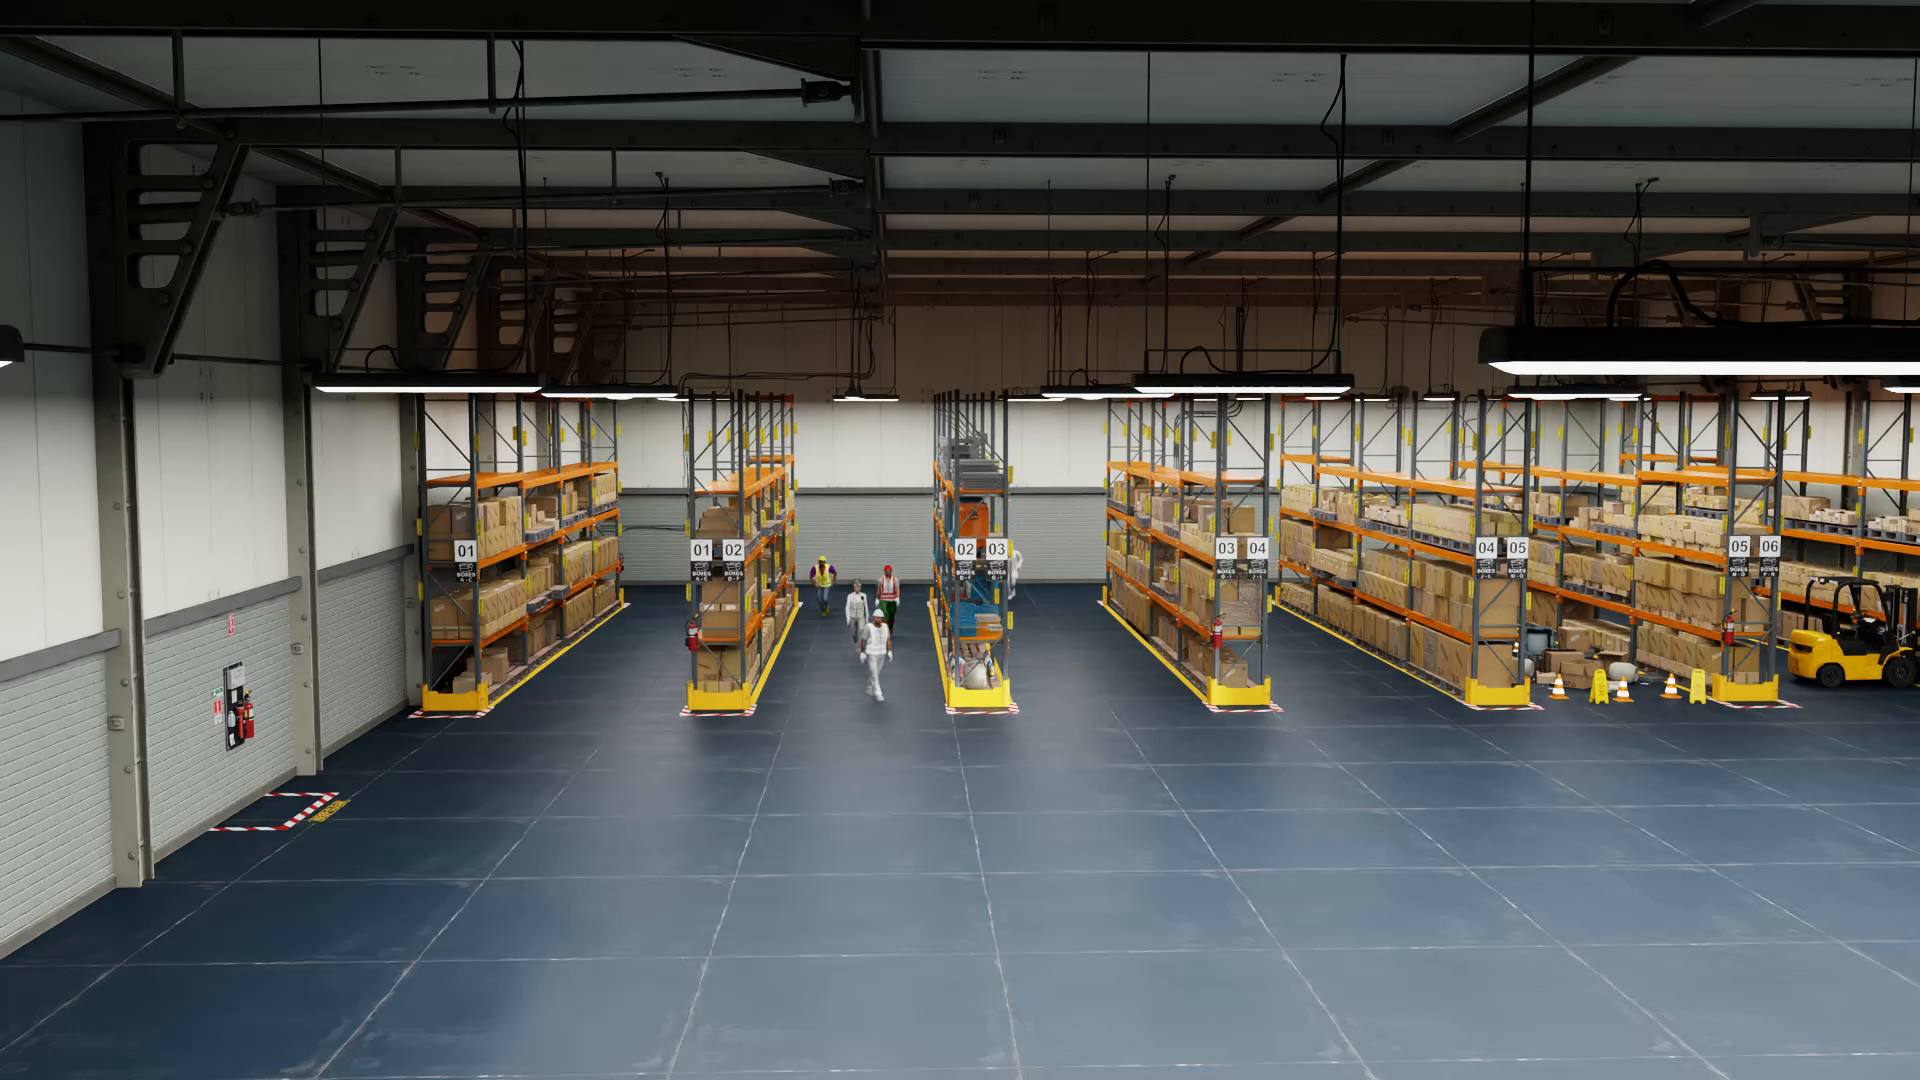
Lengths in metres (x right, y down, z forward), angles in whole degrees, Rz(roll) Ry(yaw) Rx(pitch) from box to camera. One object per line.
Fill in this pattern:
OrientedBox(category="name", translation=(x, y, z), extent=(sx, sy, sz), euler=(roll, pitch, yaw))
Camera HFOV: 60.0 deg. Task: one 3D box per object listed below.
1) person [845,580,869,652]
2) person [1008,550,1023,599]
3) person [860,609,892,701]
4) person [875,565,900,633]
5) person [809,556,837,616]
OrientedBox(category="person", translation=(-2.298, 1.672, 36.864), extent=(0.475, 1.562, 1.057), euler=(1, 5, 6))
OrientedBox(category="person", translation=(1.477, 0.911, 48.832), extent=(0.737, 1.683, 0.663), euler=(0, 5, 5))
OrientedBox(category="person", translation=(-1.587, 2.200, 32.215), extent=(0.574, 1.725, 0.993), euler=(-3, 6, -37))
OrientedBox(category="person", translation=(-1.774, 1.486, 40.958), extent=(0.600, 1.721, 1.050), euler=(-1, 5, -6))
OrientedBox(category="person", translation=(-3.684, 1.241, 44.781), extent=(0.708, 1.666, 0.696), euler=(1, 5, 7))
